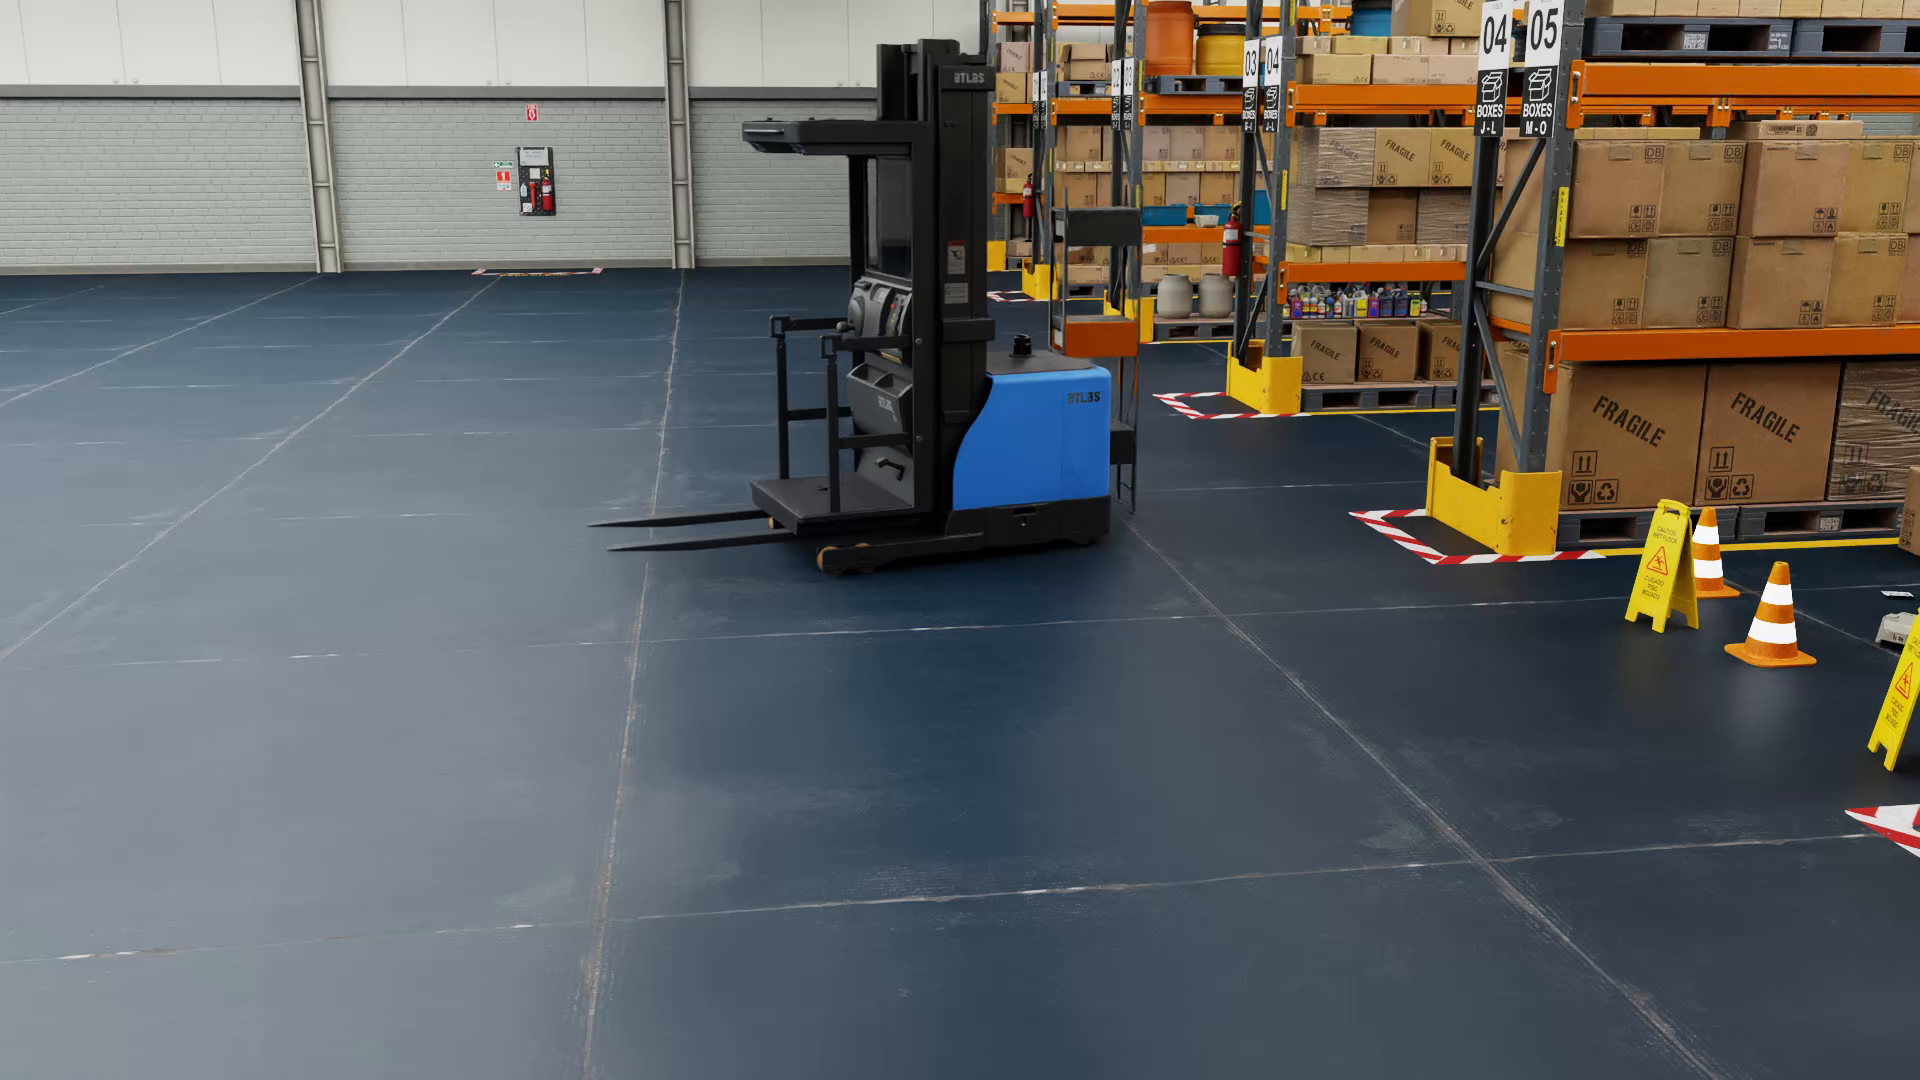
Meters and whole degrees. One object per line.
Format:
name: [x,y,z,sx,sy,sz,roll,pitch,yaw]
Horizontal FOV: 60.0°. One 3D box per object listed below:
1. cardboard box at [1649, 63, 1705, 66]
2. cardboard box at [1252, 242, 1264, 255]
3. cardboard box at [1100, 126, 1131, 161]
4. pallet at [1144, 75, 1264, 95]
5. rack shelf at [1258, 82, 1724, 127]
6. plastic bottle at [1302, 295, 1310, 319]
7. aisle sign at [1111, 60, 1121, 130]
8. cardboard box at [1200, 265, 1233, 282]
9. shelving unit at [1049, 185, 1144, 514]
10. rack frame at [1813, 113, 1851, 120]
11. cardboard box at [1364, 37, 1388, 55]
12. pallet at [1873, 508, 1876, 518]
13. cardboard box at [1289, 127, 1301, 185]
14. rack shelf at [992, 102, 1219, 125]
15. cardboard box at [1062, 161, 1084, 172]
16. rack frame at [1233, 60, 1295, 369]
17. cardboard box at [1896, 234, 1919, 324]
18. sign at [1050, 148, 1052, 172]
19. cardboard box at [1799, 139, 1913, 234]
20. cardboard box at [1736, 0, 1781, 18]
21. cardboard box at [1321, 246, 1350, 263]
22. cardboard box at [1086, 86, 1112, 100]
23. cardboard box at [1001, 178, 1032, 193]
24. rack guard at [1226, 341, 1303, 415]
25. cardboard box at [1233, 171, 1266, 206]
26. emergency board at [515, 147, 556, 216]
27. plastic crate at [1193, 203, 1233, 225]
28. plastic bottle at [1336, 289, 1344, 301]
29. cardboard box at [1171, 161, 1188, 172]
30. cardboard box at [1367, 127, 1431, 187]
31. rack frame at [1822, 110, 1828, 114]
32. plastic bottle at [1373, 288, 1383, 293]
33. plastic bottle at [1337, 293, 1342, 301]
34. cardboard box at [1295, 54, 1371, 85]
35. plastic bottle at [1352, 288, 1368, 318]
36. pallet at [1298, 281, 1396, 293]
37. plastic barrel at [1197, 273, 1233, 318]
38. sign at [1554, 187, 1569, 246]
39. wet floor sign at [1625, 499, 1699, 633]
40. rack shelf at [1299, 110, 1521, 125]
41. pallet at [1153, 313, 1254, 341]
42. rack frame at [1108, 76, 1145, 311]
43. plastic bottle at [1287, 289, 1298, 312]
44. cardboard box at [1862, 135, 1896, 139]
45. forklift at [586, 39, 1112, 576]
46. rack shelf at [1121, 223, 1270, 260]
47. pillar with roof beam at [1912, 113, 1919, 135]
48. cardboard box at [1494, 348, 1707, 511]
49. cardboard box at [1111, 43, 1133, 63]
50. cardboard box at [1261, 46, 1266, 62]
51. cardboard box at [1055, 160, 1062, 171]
cardboard box: [6.228,-4.147,14.734,0.500,0.250,0.500,-2,14,-6]
cardboard box: [4.246,-4.376,24.754,0.500,0.500,0.500,-2,14,-8]
cardboard box: [2.247,-5.796,24.295,0.500,0.500,0.700,-2,14,-10]
pallet: [2.779,-5.261,19.253,1.213,0.211,1.003,-2,14,-8]
rack shelf: [4.662,-3.878,14.831,4.000,0.370,1.077,-2,14,-8]
plastic bottle: [4.125,-2.784,19.861,0.097,0.271,0.097,0,14,0]
aisle sign: [1.831,-5.221,19.528,0.004,0.787,0.394,-2,14,-8]
cardboard box: [3.754,-3.991,24.757,0.500,0.250,0.500,-2,14,-8]
shelving unit: [0.865,-1.225,10.791,0.503,2.100,0.431,-3,14,-10]
rack frame: [16.292,-6.854,31.384,0.127,3.000,1.000,-2,14,-8]
cardboard box: [3.493,-4.254,14.341,0.250,0.149,0.380,-2,14,-9]
pallet: [6.515,-0.286,10.929,1.213,0.211,1.003,-2,14,-8]
cardboard box: [3.191,-3.457,14.966,0.500,0.500,0.500,-2,14,-8]
rack shelf: [2.448,-7.452,29.083,4.000,0.370,1.077,-2,14,-8]
cardboard box: [1.632,-5.408,24.080,0.250,0.149,0.380,-2,14,-9]
rack frame: [2.684,-2.699,14.819,0.127,3.000,1.000,-2,14,-8]
cardboard box: [5.824,-1.687,10.476,0.550,0.550,0.875,-2,14,-8]
sign: [1.289,-5.407,23.673,0.005,0.325,0.100,-2,14,-8]
cardboard box: [5.305,-2.184,10.234,0.500,0.550,0.875,-2,14,-8]
cardboard box: [4.460,-3.051,9.502,0.250,0.149,0.380,-2,14,-8]
cardboard box: [3.252,-2.535,14.680,0.250,0.149,0.380,-2,14,-8]
cardboard box: [2.414,-7.794,28.721,0.500,0.500,0.500,-1,14,-5]
cardboard box: [1.000,-6.152,28.854,0.500,0.250,0.500,-3,14,-10]
rack guard: [2.760,-1.490,15.134,0.348,0.500,1.175,-2,14,-8]
cardboard box: [4.209,-5.238,24.734,0.500,0.500,0.700,-2,14,-9]
emergency board: [-7.348,-6.209,28.815,0.643,1.169,0.194,-2,14,-8]
plastic crate: [3.040,-3.931,20.035,0.408,0.251,0.499,-2,14,-8]
plastic bottle: [4.715,-2.975,20.623,0.097,0.271,0.097,0,14,0]
cardboard box: [3.153,-5.463,24.301,0.250,0.149,0.380,-2,14,-8]
cardboard box: [3.764,-3.348,14.533,0.500,0.500,0.500,-2,14,-8]
rack frame: [13.078,-5.517,26.055,0.127,3.000,1.000,-2,14,-8]
plastic bottle: [5.206,-3.004,20.727,0.135,0.276,0.152,-2,14,-6]
plastic bottle: [4.621,-2.841,20.063,0.133,0.283,0.061,-2,14,-8]
cardboard box: [3.199,-4.037,14.294,0.500,0.250,0.500,-2,14,-7]
plastic bottle: [4.799,-2.853,19.972,0.185,0.351,0.144,-2,14,-9]
pallet: [5.890,-3.911,25.382,1.213,0.211,1.003,-2,14,-8]
plastic barrel: [3.082,-2.948,20.062,0.421,0.512,0.421,0,14,0]
sign: [3.400,-1.827,9.399,0.005,0.325,0.100,-2,14,-8]
wet floor sign: [3.590,0.117,8.430,0.232,0.644,0.267,-5,15,-18]
rack shelf: [7.145,-6.406,24.911,4.000,0.370,1.077,-2,14,-8]
pallet: [2.819,-2.580,20.077,1.213,0.211,1.003,-2,14,-8]
rack frame: [1.947,-3.891,19.570,0.127,3.000,1.000,-2,14,-8]
plastic bottle: [4.088,-2.963,20.563,0.135,0.276,0.152,-2,14,-10]
cardboard box: [14.096,-6.019,25.795,0.500,0.500,0.500,-3,14,-10]
forklift: [-0.652,-1.366,9.642,3.031,2.935,1.130,-6,15,-22]
rack shelf: [3.924,-3.614,19.946,4.000,0.370,1.077,-2,14,-8]
pillar with roof beam: [19.474,-9.034,27.745,0.400,9.000,9.100,-2,14,-8]
cardboard box: [3.984,-0.716,10.416,0.875,0.875,0.875,-2,14,-8]
cardboard box: [2.916,-8.290,28.641,0.500,0.500,0.500,-3,14,-10]
cardboard box: [4.630,-7.048,24.634,0.500,0.500,0.500,-1,14,-4]
cardboard box: [1.562,-5.505,24.468,0.250,0.149,0.380,-2,14,-9]
